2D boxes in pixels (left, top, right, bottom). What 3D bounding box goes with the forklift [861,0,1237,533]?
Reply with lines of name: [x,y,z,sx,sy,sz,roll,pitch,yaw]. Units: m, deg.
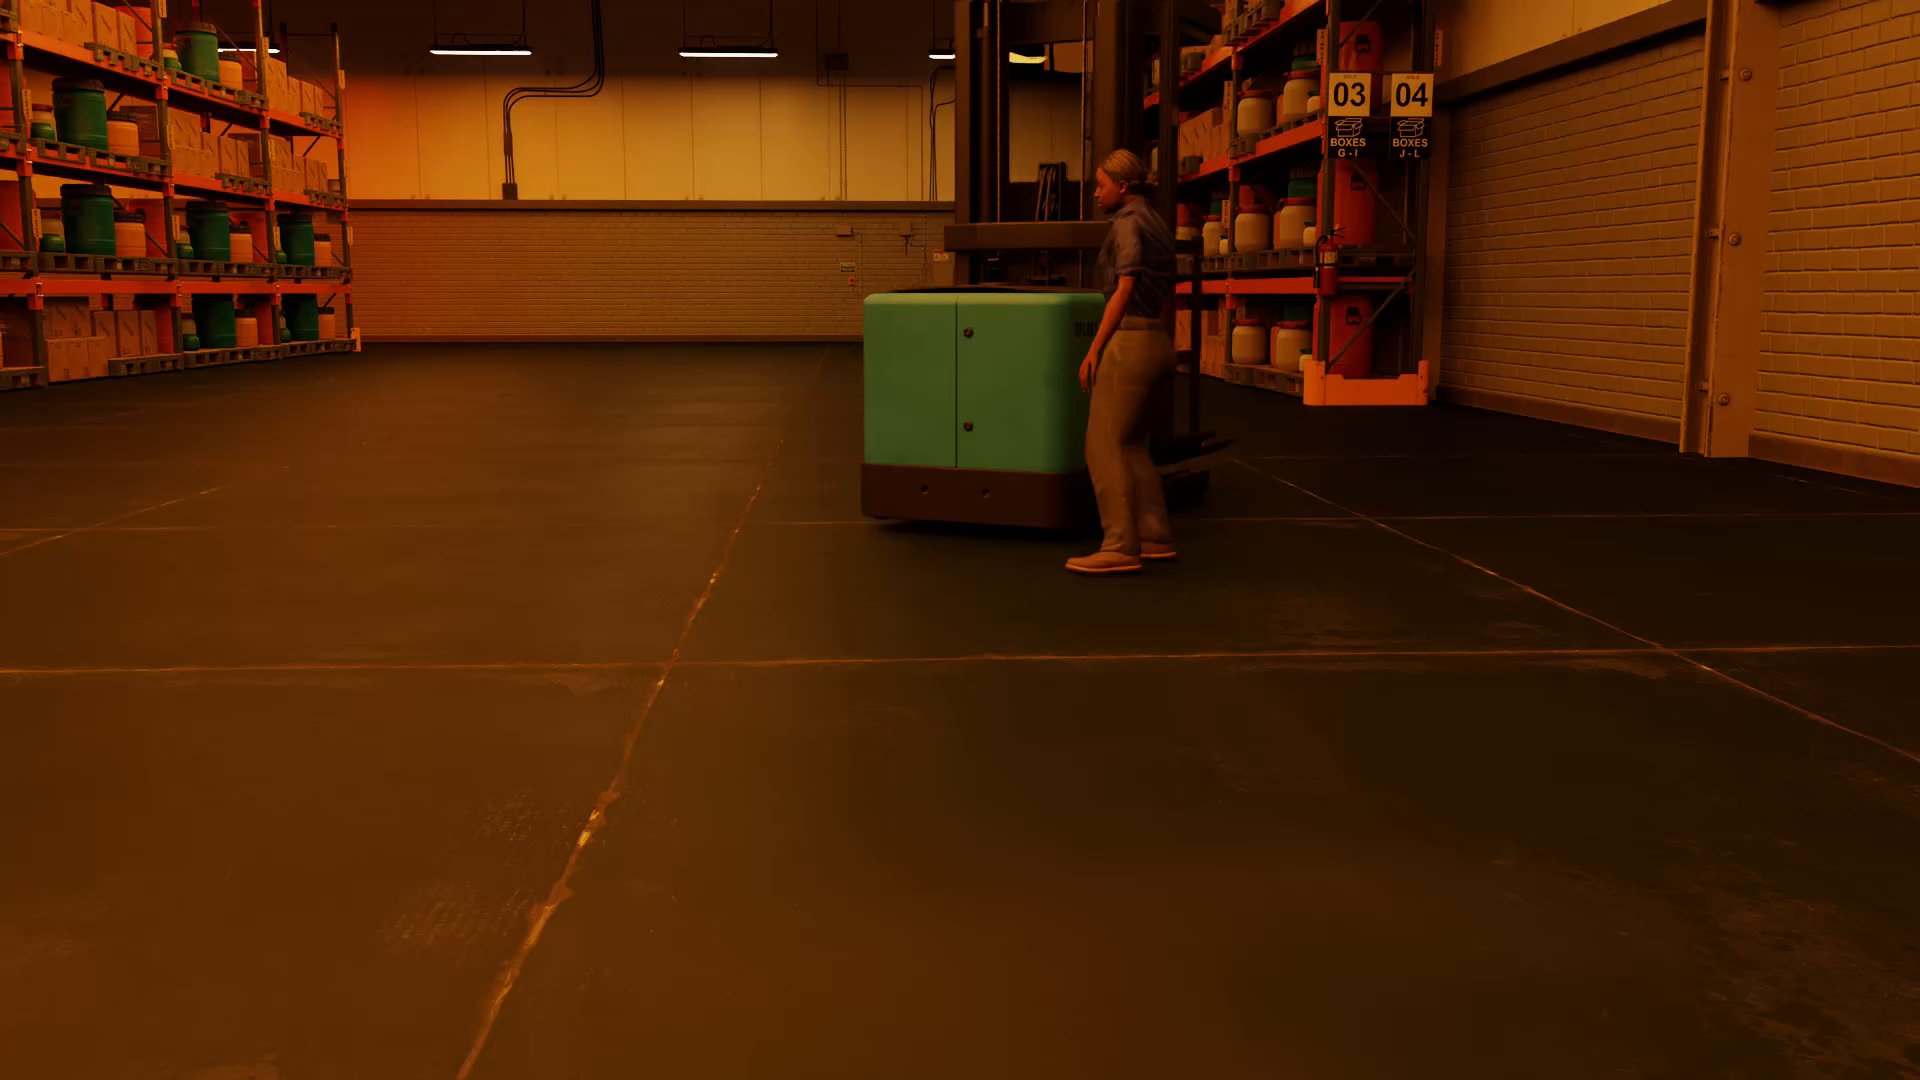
forklift: [0.659,-1.656,8.486,1.130,2.935,3.031,4,9,26]

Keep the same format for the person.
person: [0.676,-0.706,6.569,0.322,1.619,0.700,4,9,24]
